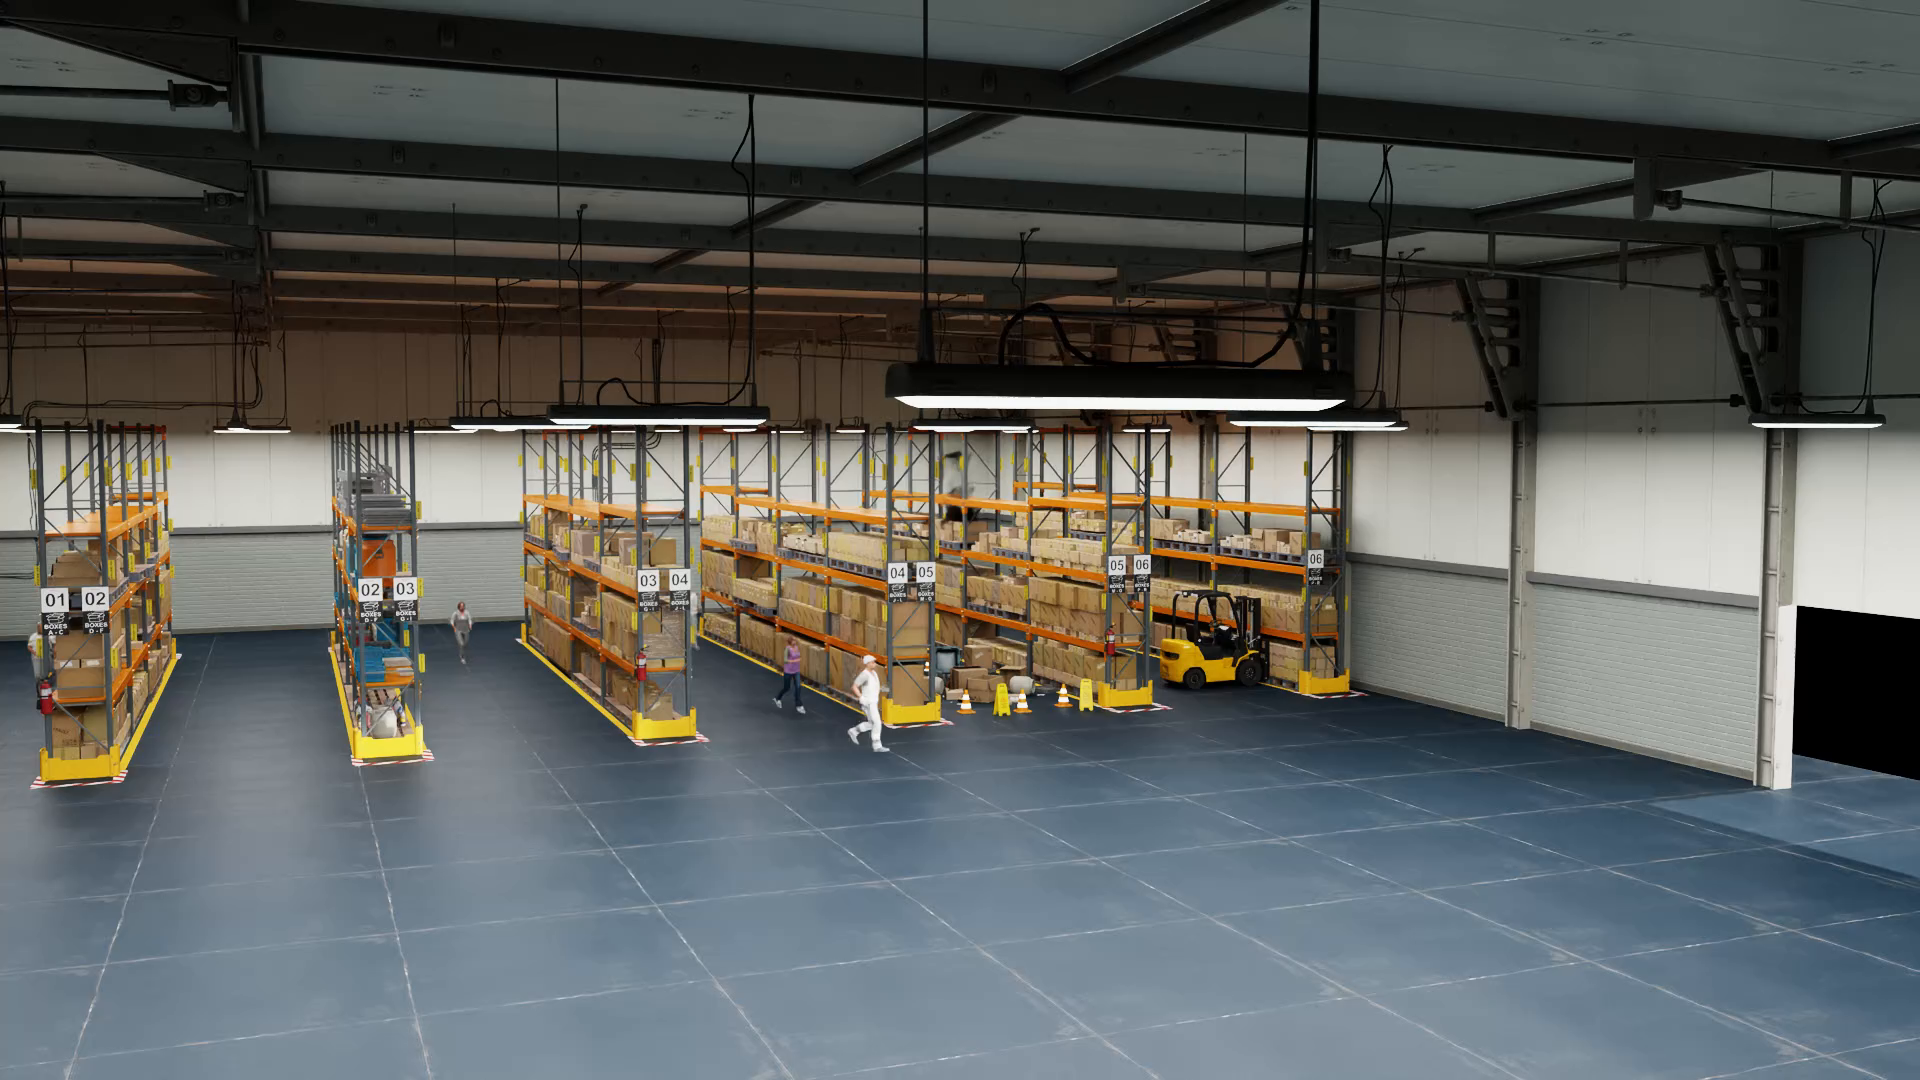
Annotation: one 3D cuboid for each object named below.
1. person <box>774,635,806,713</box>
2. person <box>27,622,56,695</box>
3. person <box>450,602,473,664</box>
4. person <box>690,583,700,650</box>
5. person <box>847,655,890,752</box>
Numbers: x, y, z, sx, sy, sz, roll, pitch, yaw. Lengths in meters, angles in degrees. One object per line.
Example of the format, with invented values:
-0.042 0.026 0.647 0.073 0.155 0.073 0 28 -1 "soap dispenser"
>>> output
-3.507 2.747 34.403 0.883 1.593 0.534 3 5 43 "person"
-20.263 2.620 36.710 0.599 1.628 0.531 -1 4 -17 "person"
-12.623 2.330 42.054 0.525 1.562 0.680 -2 4 -29 "person"
-7.268 2.028 44.622 0.689 1.788 0.912 -2 4 -31 "person"
-1.679 2.954 30.102 0.841 1.763 0.660 1 4 20 "person"
